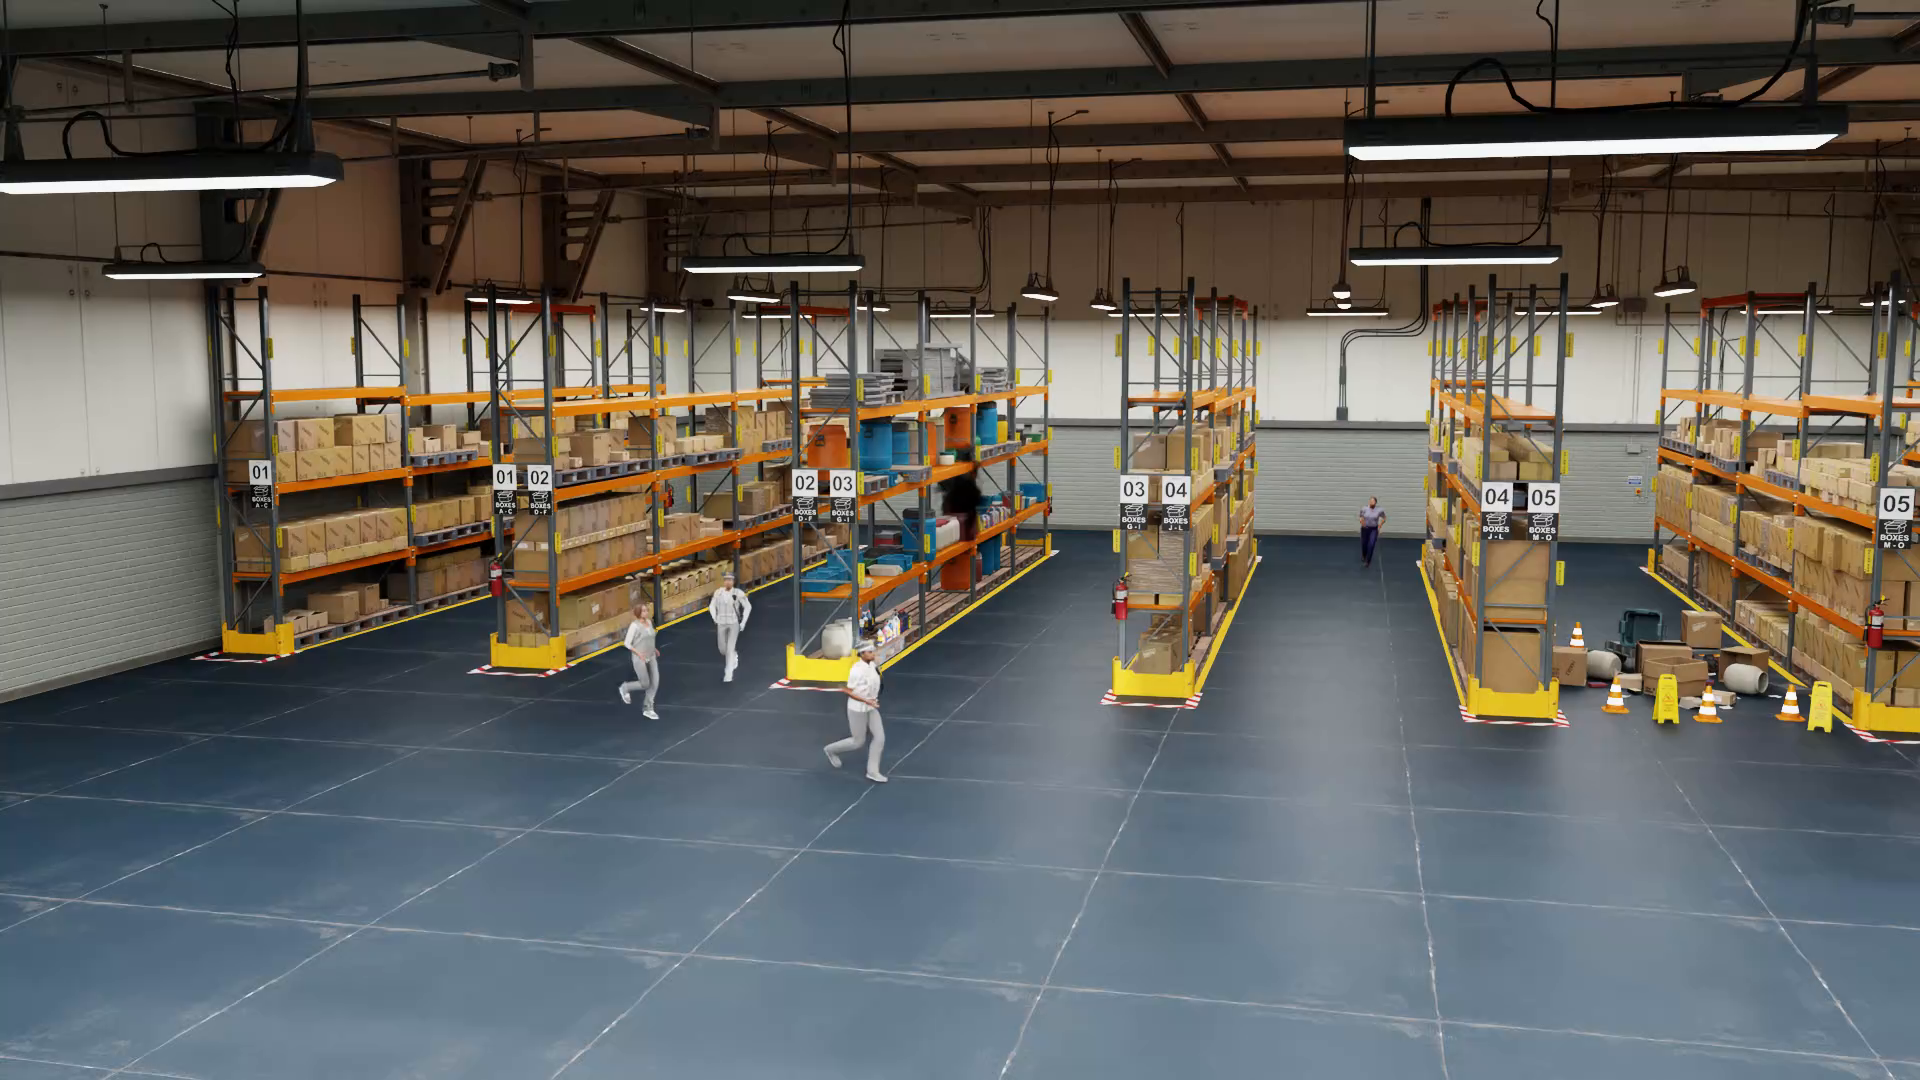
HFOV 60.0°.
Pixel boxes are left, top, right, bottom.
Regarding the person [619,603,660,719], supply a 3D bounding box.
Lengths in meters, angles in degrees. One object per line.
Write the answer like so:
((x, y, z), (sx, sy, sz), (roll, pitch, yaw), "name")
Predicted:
((-4.359, 1.637, 22.705), (0.664, 1.575, 0.536), (5, 8, 35), "person")

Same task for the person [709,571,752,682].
((-3.509, 1.287, 25.347), (0.657, 1.678, 0.622), (1, 7, 10), "person")

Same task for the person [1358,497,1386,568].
((9.530, -0.203, 38.467), (0.627, 1.633, 0.765), (2, 7, 15), "person")

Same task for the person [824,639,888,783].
((-1.185, 1.963, 19.373), (0.827, 1.672, 0.565), (4, 8, 31), "person")
